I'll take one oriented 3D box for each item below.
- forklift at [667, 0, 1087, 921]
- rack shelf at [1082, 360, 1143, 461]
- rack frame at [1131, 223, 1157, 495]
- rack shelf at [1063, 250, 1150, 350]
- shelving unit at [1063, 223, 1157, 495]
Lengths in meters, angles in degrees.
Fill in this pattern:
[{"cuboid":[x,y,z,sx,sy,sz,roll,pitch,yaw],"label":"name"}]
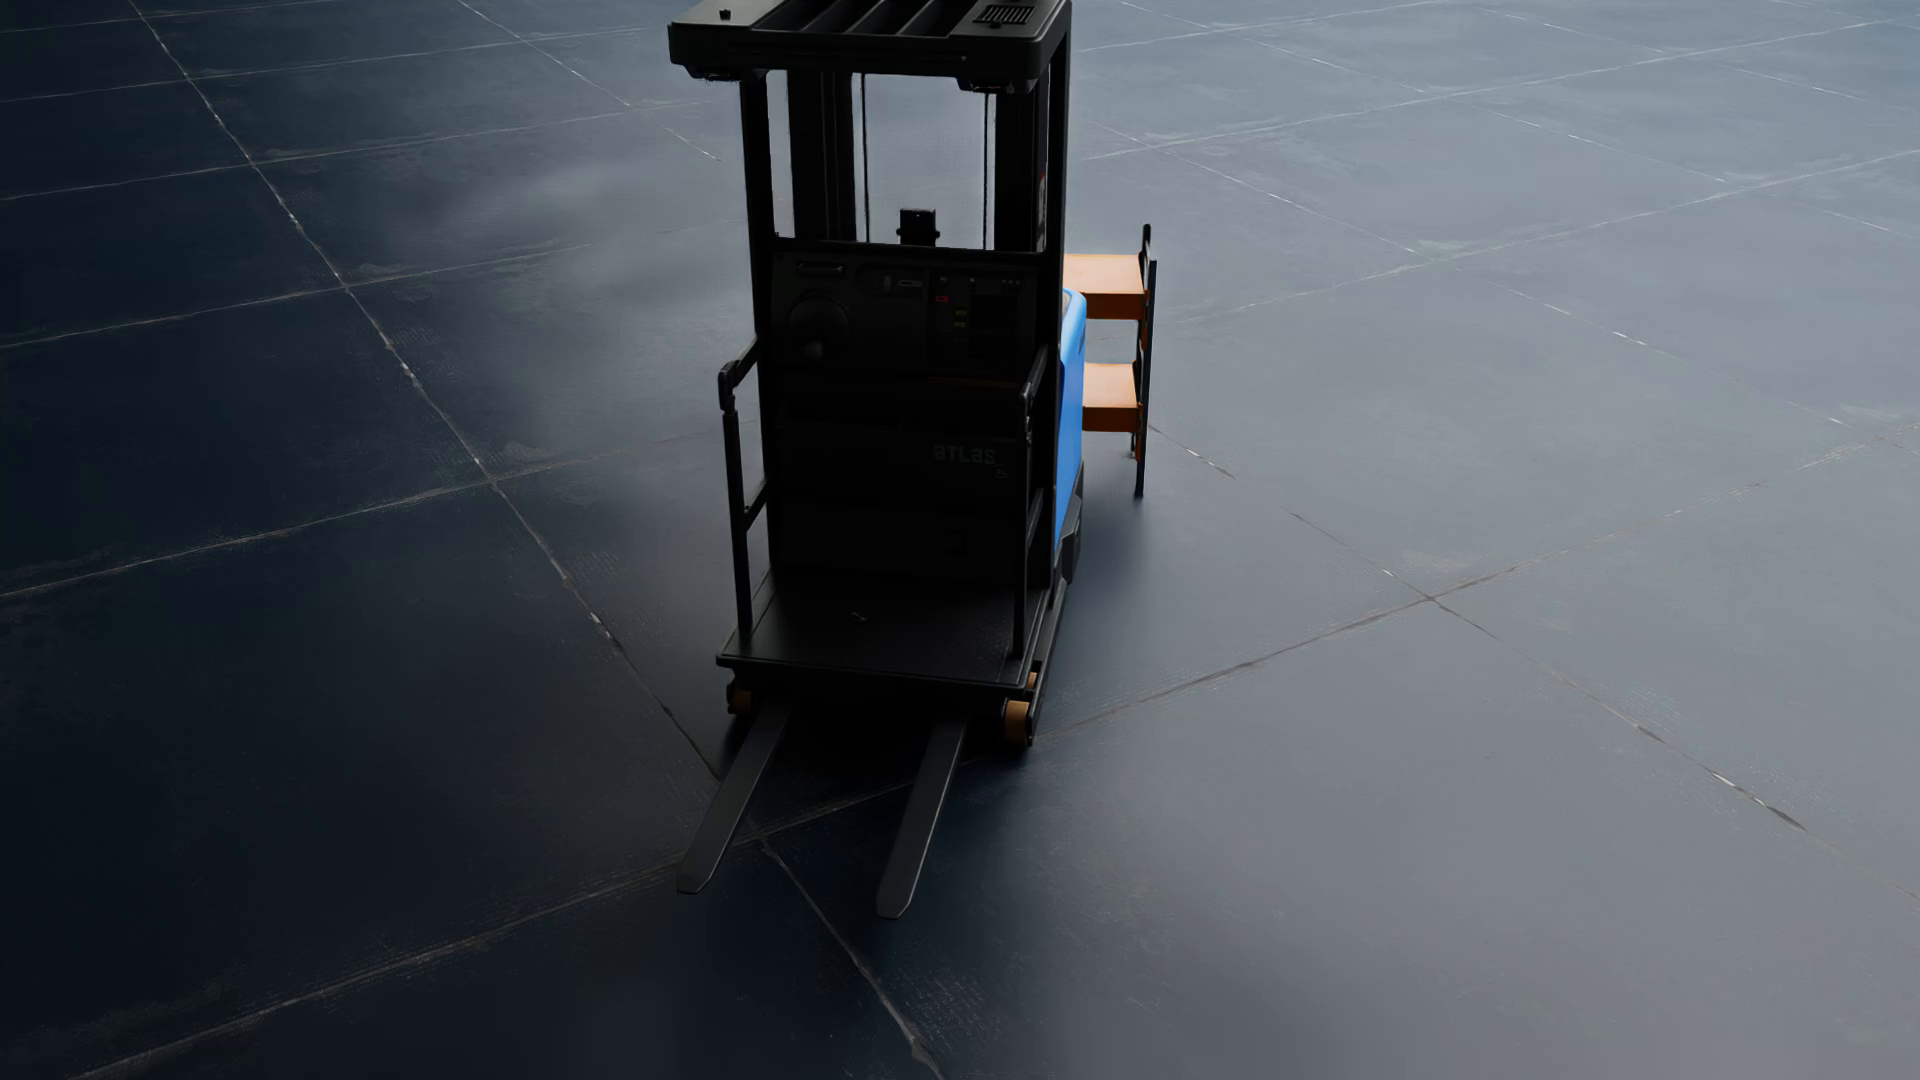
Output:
[{"cuboid":[-0.233,-0.740,5.558,1.130,2.935,3.031,5,29,9],"label":"forklift"},{"cuboid":[0.326,-0.615,7.706,1.000,0.278,0.538,1,29,2],"label":"rack shelf"},{"cuboid":[0.834,-0.819,7.569,0.032,1.125,0.500,1,29,2],"label":"rack frame"},{"cuboid":[0.326,-1.085,7.447,1.000,0.278,0.538,1,29,2],"label":"rack shelf"},{"cuboid":[0.326,-0.829,7.588,1.048,1.125,0.538,1,29,2],"label":"shelving unit"}]
